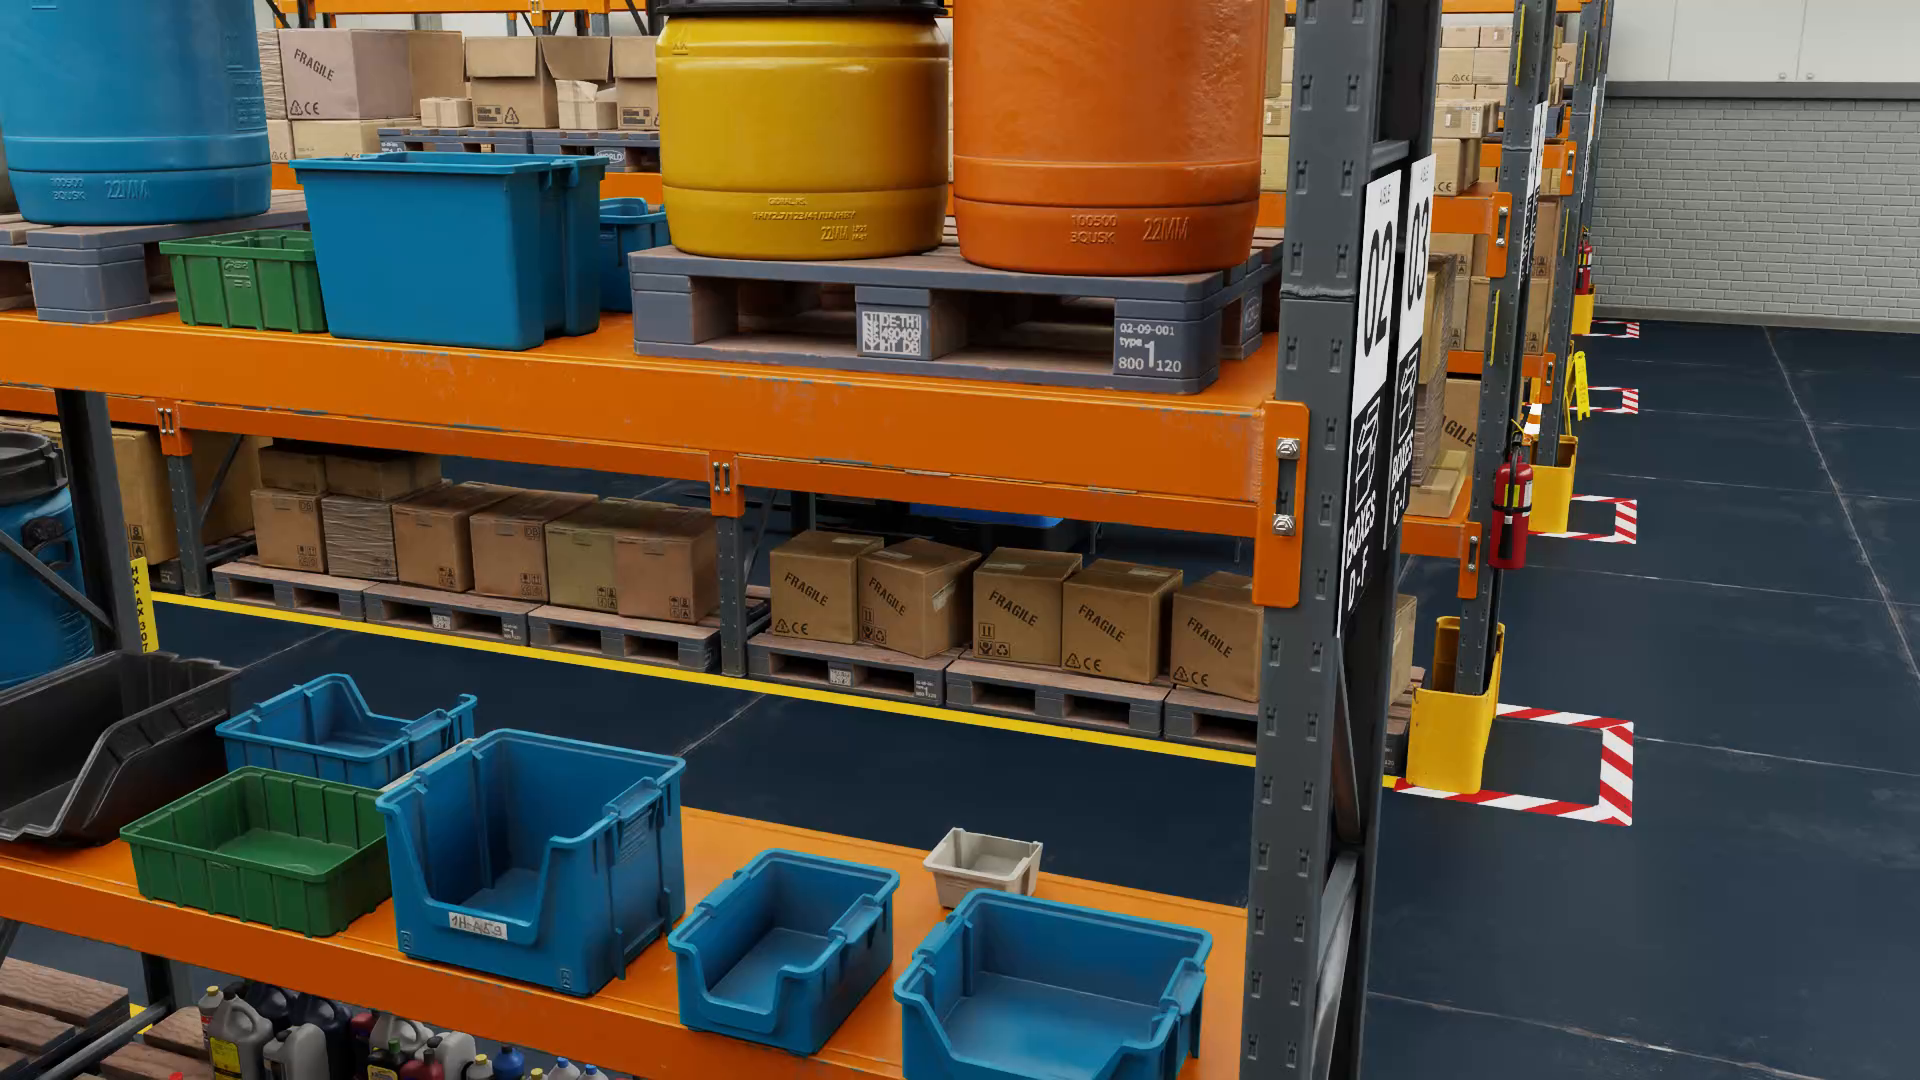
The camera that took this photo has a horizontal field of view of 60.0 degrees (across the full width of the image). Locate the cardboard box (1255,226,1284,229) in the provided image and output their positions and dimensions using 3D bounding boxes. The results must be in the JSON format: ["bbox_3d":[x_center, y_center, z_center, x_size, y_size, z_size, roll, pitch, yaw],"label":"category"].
[{"bbox_3d":[2.627,-2.437,12.981,0.500,0.550,0.875,6,17,21],"label":"cardboard box"}]

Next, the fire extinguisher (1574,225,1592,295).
[{"bbox_3d":[6.175,-2.778,16.503,0.183,0.674,0.296,6,17,21],"label":"fire extinguisher"}]

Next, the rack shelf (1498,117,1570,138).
[{"bbox_3d":[4.377,-4.246,17.331,4.000,0.370,1.077,6,17,21],"label":"rack shelf"}]

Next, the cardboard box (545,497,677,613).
[{"bbox_3d":[-2.120,0.081,10.208,0.500,0.500,0.700,6,17,20],"label":"cardboard box"}]

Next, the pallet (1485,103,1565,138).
[{"bbox_3d":[3.822,-3.124,12.332,1.213,0.211,1.003,6,17,21],"label":"pallet"}]

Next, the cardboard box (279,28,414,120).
[{"bbox_3d":[-3.557,-2.706,9.659,0.500,0.500,0.500,6,17,19],"label":"cardboard box"}]

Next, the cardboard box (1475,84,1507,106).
[{"bbox_3d":[3.848,-3.194,11.934,0.250,0.149,0.380,6,17,21],"label":"cardboard box"}]

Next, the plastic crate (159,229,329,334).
[{"bbox_3d":[-1.569,-0.608,3.887,0.450,0.188,0.336,6,17,21],"label":"plastic crate"}]

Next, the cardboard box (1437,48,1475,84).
[{"bbox_3d":[3.493,-3.443,12.075,0.500,0.250,0.500,6,17,21],"label":"cardboard box"}]

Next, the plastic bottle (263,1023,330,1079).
[{"bbox_3d":[-2.084,1.647,5.215,0.135,0.276,0.152,6,17,21],"label":"plastic bottle"}]

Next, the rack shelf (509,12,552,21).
[{"bbox_3d":[-4.968,-8.201,25.577,4.000,0.370,1.077,6,17,21],"label":"rack shelf"}]

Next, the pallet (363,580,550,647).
[{"bbox_3d":[-2.983,0.350,10.590,1.213,0.211,1.003,6,17,21],"label":"pallet"}]

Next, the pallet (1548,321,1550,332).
[{"bbox_3d":[7.329,-2.963,22.000,1.213,0.211,1.003,6,17,21],"label":"pallet"}]

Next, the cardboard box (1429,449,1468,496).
[{"bbox_3d":[2.424,-0.347,8.439,0.250,0.149,0.380,6,17,21],"label":"cardboard box"}]

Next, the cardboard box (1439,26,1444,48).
[{"bbox_3d":[3.366,-3.630,12.004,0.250,0.149,0.380,7,17,22],"label":"cardboard box"}]

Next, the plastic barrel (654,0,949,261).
[{"bbox_3d":[-0.323,-0.908,3.451,0.600,0.588,0.600,0,16,0],"label":"plastic barrel"}]

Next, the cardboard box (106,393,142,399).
[{"bbox_3d":[-5.390,-1.229,10.848,0.500,0.500,0.500,7,18,22],"label":"cardboard box"}]

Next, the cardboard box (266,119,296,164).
[{"bbox_3d":[-4.019,-2.397,9.938,0.500,0.250,0.500,7,17,22],"label":"cardboard box"}]

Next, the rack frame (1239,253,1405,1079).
[{"bbox_3d":[0.784,0.908,3.666,0.127,3.000,1.000,6,17,21],"label":"rack frame"}]

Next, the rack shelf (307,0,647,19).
[{"bbox_3d":[-4.787,-5.019,15.329,4.000,0.370,1.077,6,17,21],"label":"rack shelf"}]

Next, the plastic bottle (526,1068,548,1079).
[{"bbox_3d":[-1.292,1.719,5.103,0.097,0.201,0.097,0,16,0],"label":"plastic bottle"}]

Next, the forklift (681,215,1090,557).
[{"bbox_3d":[-0.585,-1.473,11.990,3.031,2.935,1.130,6,17,21],"label":"forklift"}]

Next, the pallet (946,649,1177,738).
[{"bbox_3d":[0.657,0.737,9.255,1.213,0.211,1.003,6,17,21],"label":"pallet"}]

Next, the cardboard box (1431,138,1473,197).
[{"bbox_3d":[2.060,-1.729,7.636,0.500,0.250,0.500,7,17,22],"label":"cardboard box"}]

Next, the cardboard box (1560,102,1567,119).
[{"bbox_3d":[6.048,-4.385,16.968,0.250,0.149,0.380,6,17,21],"label":"cardboard box"}]

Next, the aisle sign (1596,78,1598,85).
[{"bbox_3d":[6.409,-4.269,16.837,0.004,0.787,0.394,6,17,21],"label":"aisle sign"}]

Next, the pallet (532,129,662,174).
[{"bbox_3d":[-1.655,-2.227,9.421,1.003,0.211,1.213,6,17,21],"label":"pallet"}]

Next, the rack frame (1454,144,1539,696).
[{"bbox_3d":[2.602,-0.377,8.091,0.127,3.000,1.000,6,17,21],"label":"rack frame"}]

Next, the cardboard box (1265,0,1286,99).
[{"bbox_3d":[1.320,-2.470,8.312,0.500,0.500,0.500,6,17,20],"label":"cardboard box"}]

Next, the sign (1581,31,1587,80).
[{"bbox_3d":[4.303,-3.341,11.476,0.005,0.325,0.100,6,17,21],"label":"sign"}]

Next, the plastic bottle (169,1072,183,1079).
[{"bbox_3d":[-2.285,1.712,4.857,0.185,0.351,0.144,6,17,21],"label":"plastic bottle"}]

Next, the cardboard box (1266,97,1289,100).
[{"bbox_3d":[1.493,-2.142,8.347,0.250,0.149,0.380,6,17,20],"label":"cardboard box"}]

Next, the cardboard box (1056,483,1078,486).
[{"bbox_3d":[0.620,-0.401,8.626,0.250,0.149,0.380,6,17,21],"label":"cardboard box"}]

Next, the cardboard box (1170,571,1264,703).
[{"bbox_3d":[1.458,0.502,8.796,0.500,0.500,0.500,12,20,35],"label":"cardboard box"}]

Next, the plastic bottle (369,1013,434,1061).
[{"bbox_3d":[-1.753,1.603,5.232,0.185,0.351,0.144,6,17,20],"label":"plastic bottle"}]

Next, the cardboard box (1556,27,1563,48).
[{"bbox_3d":[4.322,-3.722,12.321,0.250,0.149,0.380,6,17,21],"label":"cardboard box"}]

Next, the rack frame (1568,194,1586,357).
[{"bbox_3d":[6.238,-2.947,16.944,0.127,3.000,1.000,6,17,21],"label":"rack frame"}]

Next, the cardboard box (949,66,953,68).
[{"bbox_3d":[0.225,-5.107,18.818,0.637,0.503,0.797,6,17,21],"label":"cardboard box"}]

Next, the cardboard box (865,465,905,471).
[{"bbox_3d":[-0.323,-0.495,8.948,0.250,0.149,0.380,6,17,21],"label":"cardboard box"}]

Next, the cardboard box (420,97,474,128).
[{"bbox_3d":[-2.900,-2.482,9.627,0.250,0.166,0.380,6,17,19],"label":"cardboard box"}]

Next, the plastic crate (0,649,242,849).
[{"bbox_3d":[-2.496,0.615,4.786,0.504,0.338,0.767,6,17,21],"label":"plastic crate"}]

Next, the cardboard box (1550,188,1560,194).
[{"bbox_3d":[7.501,-4.265,21.304,0.500,0.500,0.500,6,17,19],"label":"cardboard box"}]

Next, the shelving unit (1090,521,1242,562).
[{"bbox_3d":[1.485,-0.661,11.759,1.048,1.500,0.538,3,16,11],"label":"shelving unit"}]

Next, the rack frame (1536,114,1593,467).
[{"bbox_3d":[4.515,-1.653,12.486,0.127,3.000,1.000,6,17,21],"label":"rack frame"}]

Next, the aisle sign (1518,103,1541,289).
[{"bbox_3d":[2.549,-1.541,7.438,0.004,0.787,0.394,6,17,21],"label":"aisle sign"}]

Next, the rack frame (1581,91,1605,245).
[{"bbox_3d":[8.056,-4.235,21.380,0.127,3.000,1.000,6,17,21],"label":"rack frame"}]

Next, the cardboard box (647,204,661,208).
[{"bbox_3d":[-2.513,-2.951,14.985,0.500,0.500,0.700,6,17,20],"label":"cardboard box"}]

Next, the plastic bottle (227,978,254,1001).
[{"bbox_3d":[-2.368,1.556,5.518,0.133,0.283,0.061,7,18,23],"label":"plastic bottle"}]

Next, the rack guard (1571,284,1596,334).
[{"bbox_3d":[8.078,-3.032,21.720,0.348,0.500,1.175,6,17,21],"label":"rack guard"}]

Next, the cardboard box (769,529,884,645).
[{"bbox_3d":[-0.762,0.264,9.613,0.500,0.500,0.500,6,17,19],"label":"cardboard box"}]

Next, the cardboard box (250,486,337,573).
[{"bbox_3d":[-4.210,-0.142,10.978,0.500,0.500,0.700,5,17,18],"label":"cardboard box"}]

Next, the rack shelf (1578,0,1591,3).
[{"bbox_3d":[2.655,-4.201,12.510,4.000,0.370,1.077,6,17,21],"label":"rack shelf"}]

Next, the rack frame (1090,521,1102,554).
[{"bbox_3d":[0.987,-0.688,11.854,0.032,1.500,0.500,3,16,11],"label":"rack frame"}]

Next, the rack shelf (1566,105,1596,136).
[{"bbox_3d":[6.195,-5.534,21.766,4.000,0.370,1.077,6,17,21],"label":"rack shelf"}]

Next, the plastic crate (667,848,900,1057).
[{"bbox_3d":[-0.393,0.938,3.829,0.408,0.251,0.499,6,17,21],"label":"plastic crate"}]

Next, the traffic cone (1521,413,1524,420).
[{"bbox_3d":[5.364,-1.438,16.297,0.334,0.463,0.336,6,17,21],"label":"traffic cone"}]

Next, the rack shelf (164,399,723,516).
[{"bbox_3d":[-2.980,-0.645,10.305,4.000,0.370,1.077,6,17,21],"label":"rack shelf"}]
